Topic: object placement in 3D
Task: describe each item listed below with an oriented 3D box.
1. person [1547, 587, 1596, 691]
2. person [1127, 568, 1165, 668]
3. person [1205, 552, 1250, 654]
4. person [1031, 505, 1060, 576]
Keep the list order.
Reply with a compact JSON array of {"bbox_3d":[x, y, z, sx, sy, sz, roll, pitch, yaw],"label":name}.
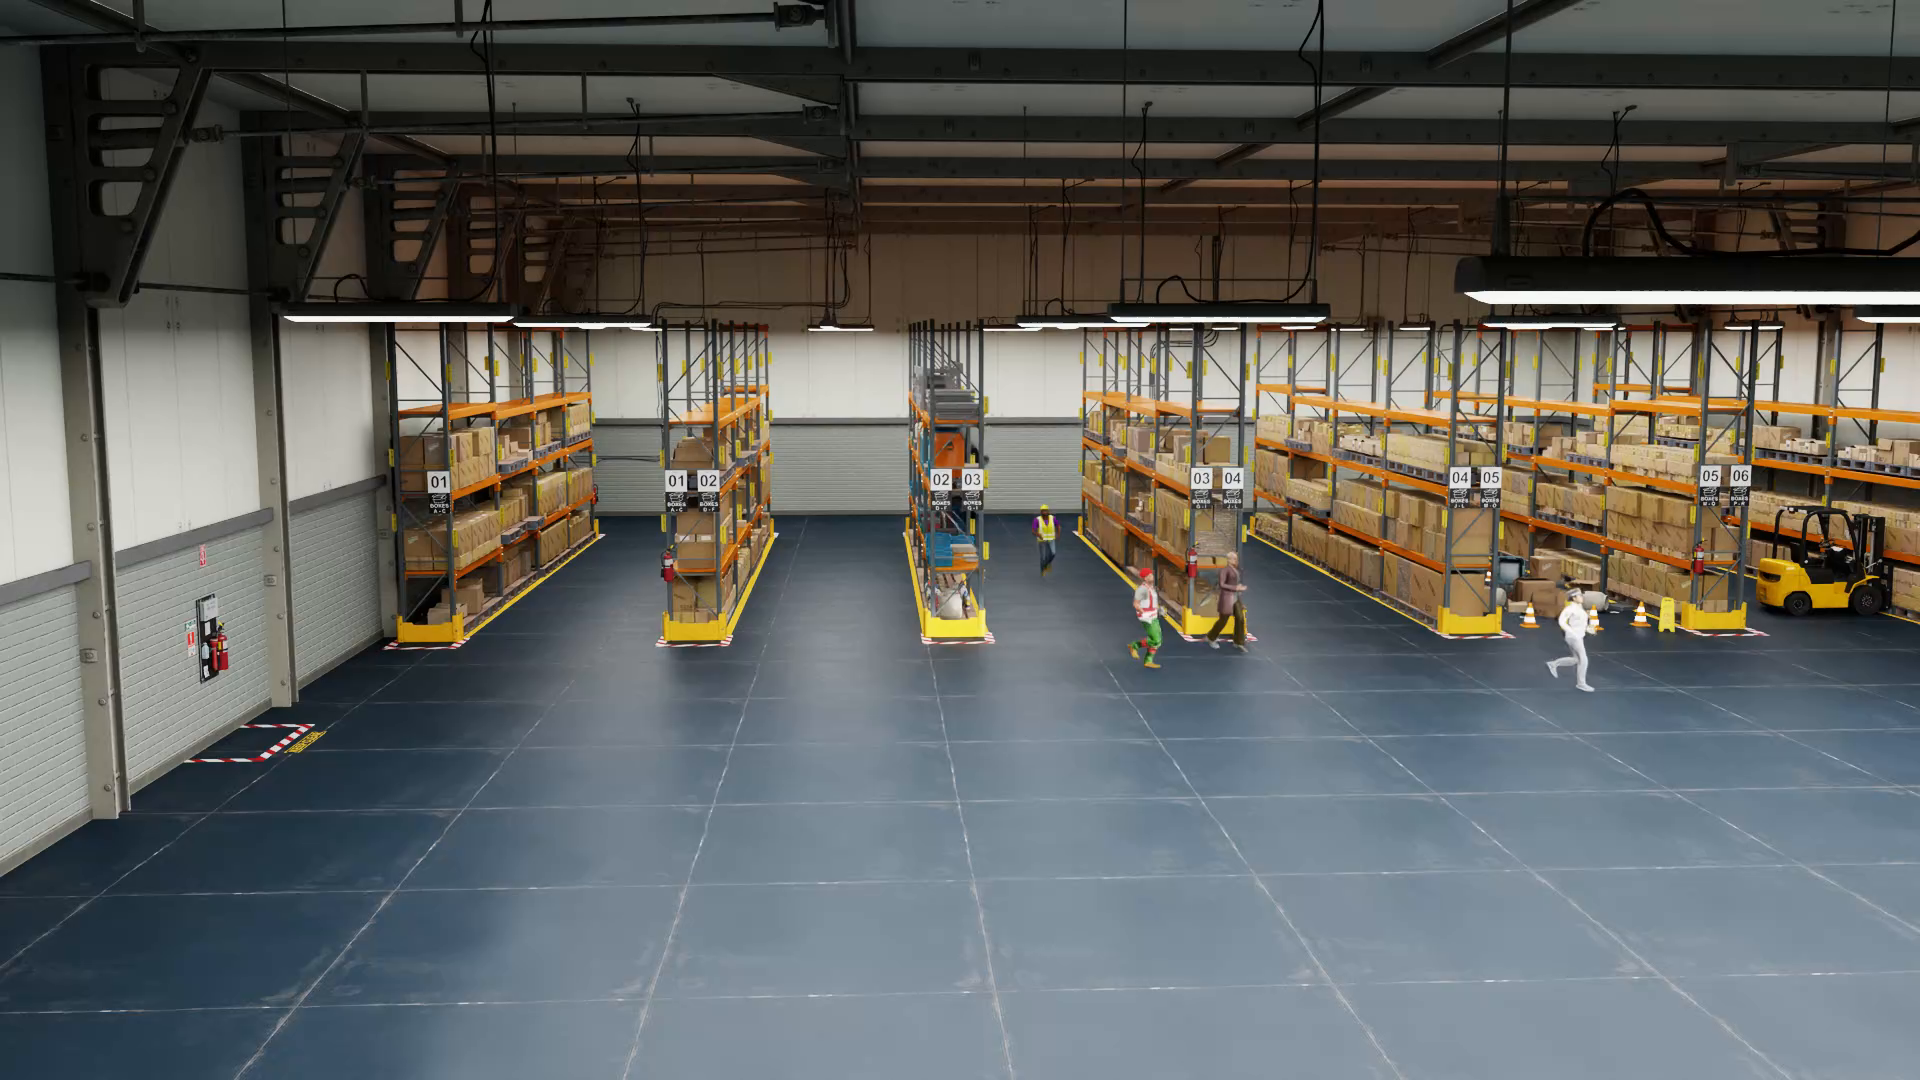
[{"bbox_3d":[9.924,1.589,26.936,0.748,1.687,0.618,5,9,35],"label":"person"},{"bbox_3d":[3.210,1.337,28.654,0.591,1.732,0.673,3,8,24],"label":"person"},{"bbox_3d":[4.859,1.132,30.110,0.874,1.847,0.734,6,10,42],"label":"person"},{"bbox_3d":[2.040,0.025,39.122,0.712,1.717,0.687,-1,7,-5],"label":"person"}]
